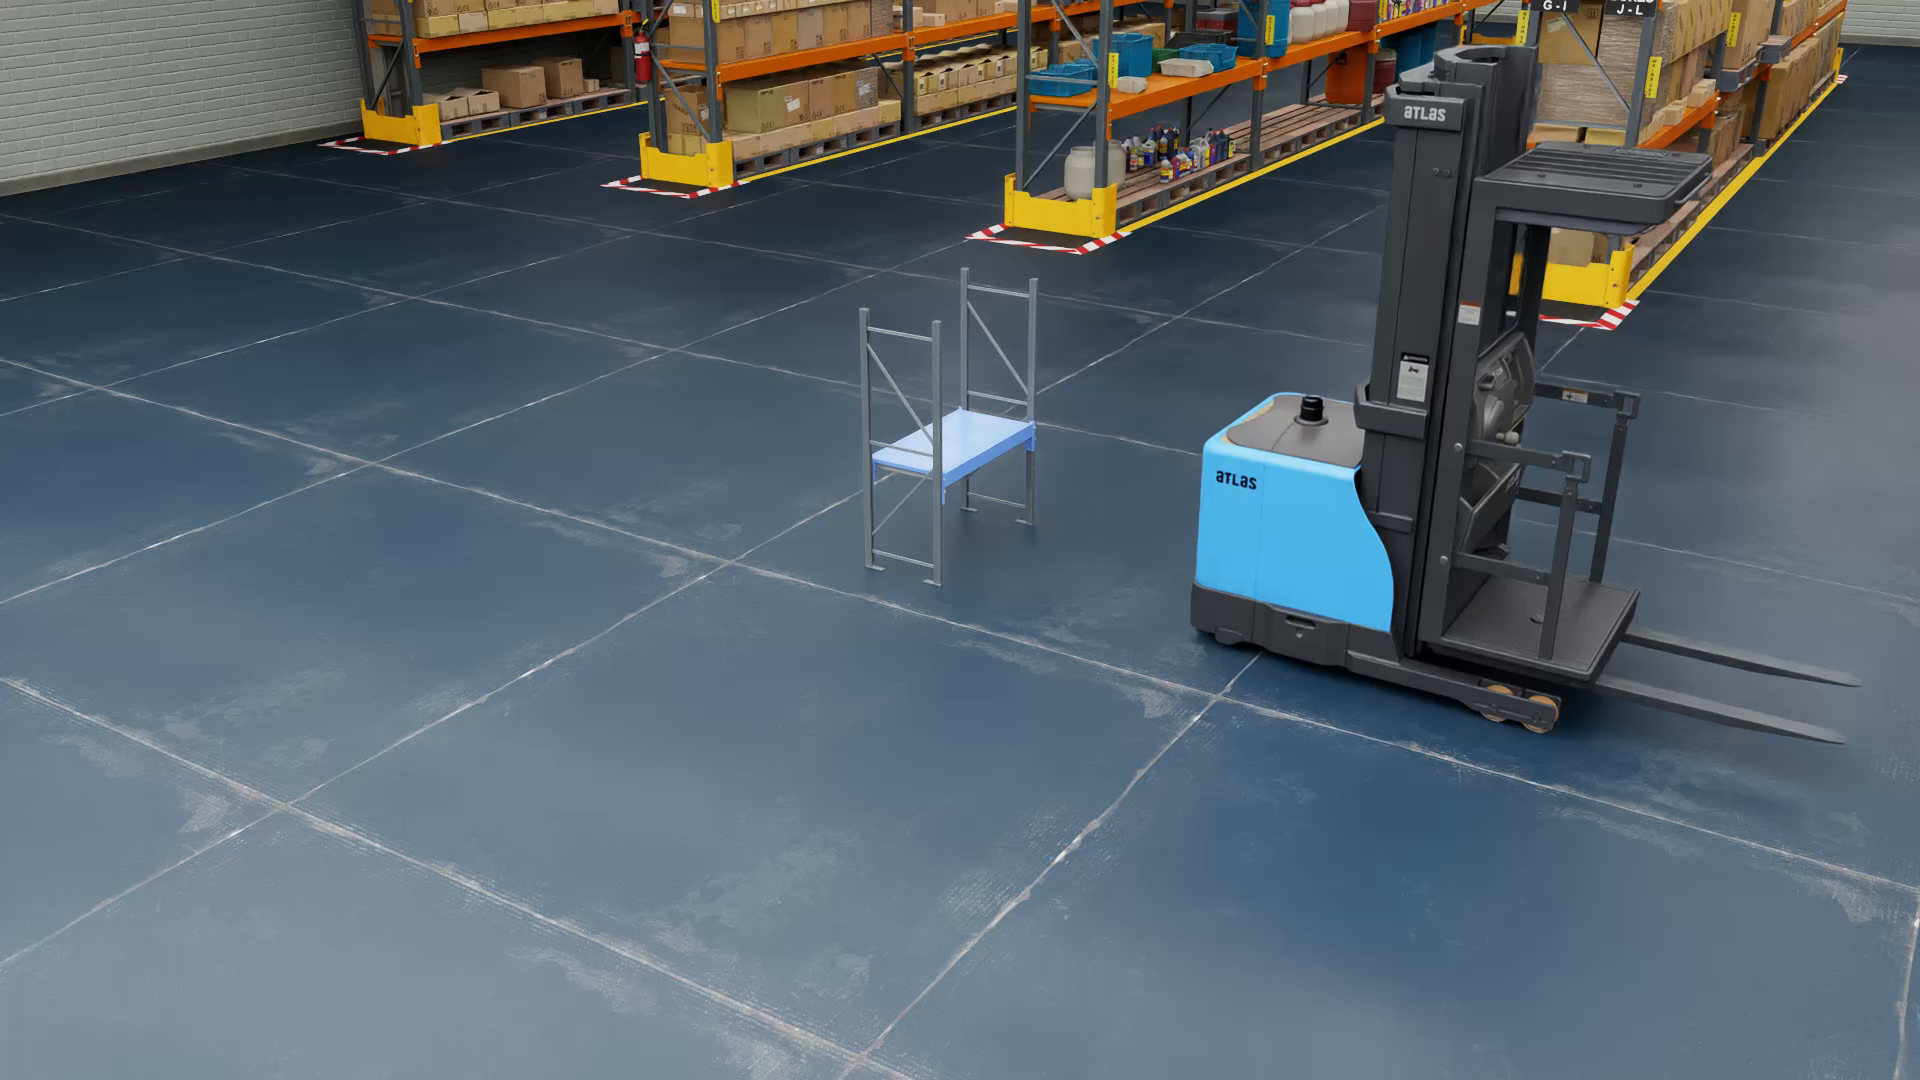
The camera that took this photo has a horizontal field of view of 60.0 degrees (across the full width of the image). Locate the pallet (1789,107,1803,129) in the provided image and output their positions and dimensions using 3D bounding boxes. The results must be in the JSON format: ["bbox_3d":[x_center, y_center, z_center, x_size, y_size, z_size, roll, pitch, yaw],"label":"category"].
[{"bbox_3d":[11.220,-6.016,23.381,1.003,0.211,1.213,14,27,29],"label":"pallet"}]

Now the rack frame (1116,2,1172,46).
[{"bbox_3d":[3.149,-9.649,28.263,1.000,3.000,0.127,14,27,29],"label":"rack frame"}]

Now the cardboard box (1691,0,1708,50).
[{"bbox_3d":[6.545,-4.798,15.298,0.500,0.500,0.500,14,27,29],"label":"cardboard box"}]

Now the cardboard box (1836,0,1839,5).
[{"bbox_3d":[13.091,-8.185,25.197,0.380,0.149,0.250,14,27,29],"label":"cardboard box"}]

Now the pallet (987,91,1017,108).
[{"bbox_3d":[0.571,-6.750,25.076,1.003,0.211,1.213,14,27,29],"label":"pallet"}]

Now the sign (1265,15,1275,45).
[{"bbox_3d":[3.596,-5.918,19.295,0.100,0.325,0.005,14,27,29],"label":"sign"}]

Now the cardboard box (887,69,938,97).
[{"bbox_3d":[-0.642,-6.224,22.579,0.500,0.311,0.500,14,27,29],"label":"cardboard box"}]

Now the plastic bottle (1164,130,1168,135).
[{"bbox_3d":[2.447,-4.731,19.777,0.152,0.276,0.135,15,28,31],"label":"plastic bottle"}]

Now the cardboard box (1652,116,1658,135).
[{"bbox_3d":[5.993,-3.703,14.844,0.380,0.149,0.250,14,27,29],"label":"cardboard box"}]

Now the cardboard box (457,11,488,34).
[{"bbox_3d":[-6.603,-6.852,21.967,0.500,0.250,0.500,13,27,27],"label":"cardboard box"}]

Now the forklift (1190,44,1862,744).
[{"bbox_3d":[2.709,-0.695,7.667,3.031,2.935,1.130,14,27,29],"label":"forklift"}]

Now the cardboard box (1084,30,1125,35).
[{"bbox_3d":[2.333,-7.971,26.979,0.500,0.500,0.500,13,27,27],"label":"cardboard box"}]

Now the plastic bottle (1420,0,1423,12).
[{"bbox_3d":[6.732,-7.856,24.371,0.097,0.201,0.097,0,23,0],"label":"plastic bottle"}]

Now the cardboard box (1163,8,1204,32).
[{"bbox_3d":[4.135,-9.340,30.139,0.797,0.503,0.637,14,27,29],"label":"cardboard box"}]

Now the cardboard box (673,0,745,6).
[{"bbox_3d":[-2.896,-6.413,19.029,0.700,0.500,0.500,14,27,29],"label":"cardboard box"}]

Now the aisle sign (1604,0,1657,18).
[{"bbox_3d":[5.455,-4.631,13.399,0.394,0.787,0.004,14,27,29],"label":"aisle sign"}]

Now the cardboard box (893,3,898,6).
[{"bbox_3d":[-0.764,-7.222,22.827,0.396,0.266,0.258,13,27,28],"label":"cardboard box"}]

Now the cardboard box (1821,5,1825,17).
[{"bbox_3d":[12.140,-7.575,23.789,0.380,0.149,0.250,13,27,27],"label":"cardboard box"}]

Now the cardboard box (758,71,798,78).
[{"bbox_3d":[-2.371,-5.626,20.959,0.500,0.500,0.500,14,27,29],"label":"cardboard box"}]

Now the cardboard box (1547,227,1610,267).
[{"bbox_3d":[5.576,-2.774,15.001,0.500,0.500,0.500,20,30,38],"label":"cardboard box"}]

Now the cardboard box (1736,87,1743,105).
[{"bbox_3d":[9.125,-5.388,20.070,0.500,0.250,0.500,15,28,31],"label":"cardboard box"}]

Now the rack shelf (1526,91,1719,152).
[{"bbox_3d":[6.288,-3.867,15.811,1.077,0.370,4.000,14,27,29],"label":"rack shelf"}]

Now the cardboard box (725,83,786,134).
[{"bbox_3d":[-2.447,-5.177,19.922,0.500,0.500,0.500,14,27,29],"label":"cardboard box"}]

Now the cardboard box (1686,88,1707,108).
[{"bbox_3d":[7.119,-4.360,16.363,0.380,0.149,0.250,14,27,29],"label":"cardboard box"}]

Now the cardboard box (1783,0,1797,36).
[{"bbox_3d":[10.210,-6.549,20.977,0.500,0.500,0.500,13,27,28],"label":"cardboard box"}]

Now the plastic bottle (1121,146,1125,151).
[{"bbox_3d":[1.777,-4.303,18.788,0.152,0.276,0.135,14,27,29],"label":"plastic bottle"}]

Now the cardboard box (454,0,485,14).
[{"bbox_3d":[-6.615,-7.183,21.787,0.500,0.500,0.500,14,27,29],"label":"cardboard box"}]

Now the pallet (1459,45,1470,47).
[{"bbox_3d":[8.997,-8.410,28.911,1.003,0.211,1.213,14,27,29],"label":"pallet"}]

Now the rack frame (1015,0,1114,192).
[{"bbox_3d":[1.025,-4.560,16.507,1.000,3.000,0.127,14,27,29],"label":"rack frame"}]

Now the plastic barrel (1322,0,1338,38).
[{"bbox_3d":[4.661,-6.777,21.488,0.421,0.512,0.421,0,23,0],"label":"plastic barrel"}]

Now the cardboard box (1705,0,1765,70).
[{"bbox_3d":[7.881,-5.579,17.577,1.000,1.000,1.000,14,27,29],"label":"cardboard box"}]

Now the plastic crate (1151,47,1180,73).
[{"bbox_3d":[2.179,-5.413,18.746,0.450,0.188,0.662,14,27,29],"label":"plastic crate"}]

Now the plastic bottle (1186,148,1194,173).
[{"bbox_3d":[2.587,-4.274,18.727,0.097,0.271,0.097,0,23,0],"label":"plastic bottle"}]

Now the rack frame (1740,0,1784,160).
[{"bbox_3d":[9.453,-6.222,20.346,1.000,3.000,0.127,14,27,29],"label":"rack frame"}]

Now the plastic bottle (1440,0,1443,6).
[{"bbox_3d":[7.229,-8.229,25.139,0.152,0.276,0.135,14,27,29],"label":"plastic bottle"}]

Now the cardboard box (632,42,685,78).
[{"bbox_3d":[-4.678,-7.477,25.839,0.700,0.500,0.500,13,27,28],"label":"cardboard box"}]

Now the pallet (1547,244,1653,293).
[{"bbox_3d":[5.731,-2.534,15.339,1.003,0.211,1.213,14,27,29],"label":"pallet"}]

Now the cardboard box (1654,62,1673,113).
[{"bbox_3d":[6.008,-4.237,15.262,0.875,0.500,0.500,14,27,29],"label":"cardboard box"}]

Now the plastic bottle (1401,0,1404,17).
[{"bbox_3d":[6.268,-7.591,23.672,0.097,0.271,0.097,0,23,0],"label":"plastic bottle"}]

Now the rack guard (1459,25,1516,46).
[{"bbox_3d":[9.466,-8.823,29.503,1.175,0.500,0.348,14,27,29],"label":"rack guard"}]

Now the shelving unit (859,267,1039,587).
[{"bbox_3d":[-0.045,-0.659,9.386,0.538,1.500,1.048,14,27,29],"label":"shelving unit"}]

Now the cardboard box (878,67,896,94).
[{"bbox_3d":[-1.101,-6.334,22.832,0.500,0.311,0.500,14,27,29],"label":"cardboard box"}]

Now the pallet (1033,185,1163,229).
[{"bbox_3d":[1.458,-3.588,17.774,1.003,0.211,1.213,14,27,29],"label":"pallet"}]

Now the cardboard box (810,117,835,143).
[{"bbox_3d":[-1.917,-5.170,20.849,0.500,0.250,0.500,14,27,29],"label":"cardboard box"}]

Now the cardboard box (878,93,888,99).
[{"bbox_3d":[-1.099,-6.080,22.952,0.500,0.250,0.500,14,27,28],"label":"cardboard box"}]

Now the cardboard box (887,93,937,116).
[{"bbox_3d":[-0.648,-5.964,22.683,0.500,0.250,0.500,13,27,28],"label":"cardboard box"}]

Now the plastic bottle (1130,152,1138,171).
[{"bbox_3d":[1.966,-4.295,18.865,0.097,0.201,0.097,0,23,0],"label":"plastic bottle"}]

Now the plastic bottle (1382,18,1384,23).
[{"bbox_3d":[5.832,-7.312,23.027,0.097,0.271,0.097,0,23,0],"label":"plastic bottle"}]

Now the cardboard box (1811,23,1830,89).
[{"bbox_3d":[12.454,-7.299,24.981,0.875,0.875,0.875,14,27,29],"label":"cardboard box"}]

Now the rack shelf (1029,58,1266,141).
[{"bbox_3d":[2.080,-4.904,18.209,1.077,0.370,4.000,14,27,29],"label":"rack shelf"}]

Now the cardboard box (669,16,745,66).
[{"bbox_3d":[-2.924,-5.800,19.245,0.700,0.500,0.500,14,27,29],"label":"cardboard box"}]

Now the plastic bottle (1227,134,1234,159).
[{"bbox_3d":[3.161,-4.633,19.543,0.061,0.283,0.133,15,28,32],"label":"plastic bottle"}]

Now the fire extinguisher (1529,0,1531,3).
[{"bbox_3d":[9.930,-9.709,28.968,0.296,0.674,0.183,14,27,29],"label":"fire extinguisher"}]

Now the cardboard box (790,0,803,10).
[{"bbox_3d":[-2.114,-6.465,19.966,0.380,0.149,0.250,13,27,28],"label":"cardboard box"}]
